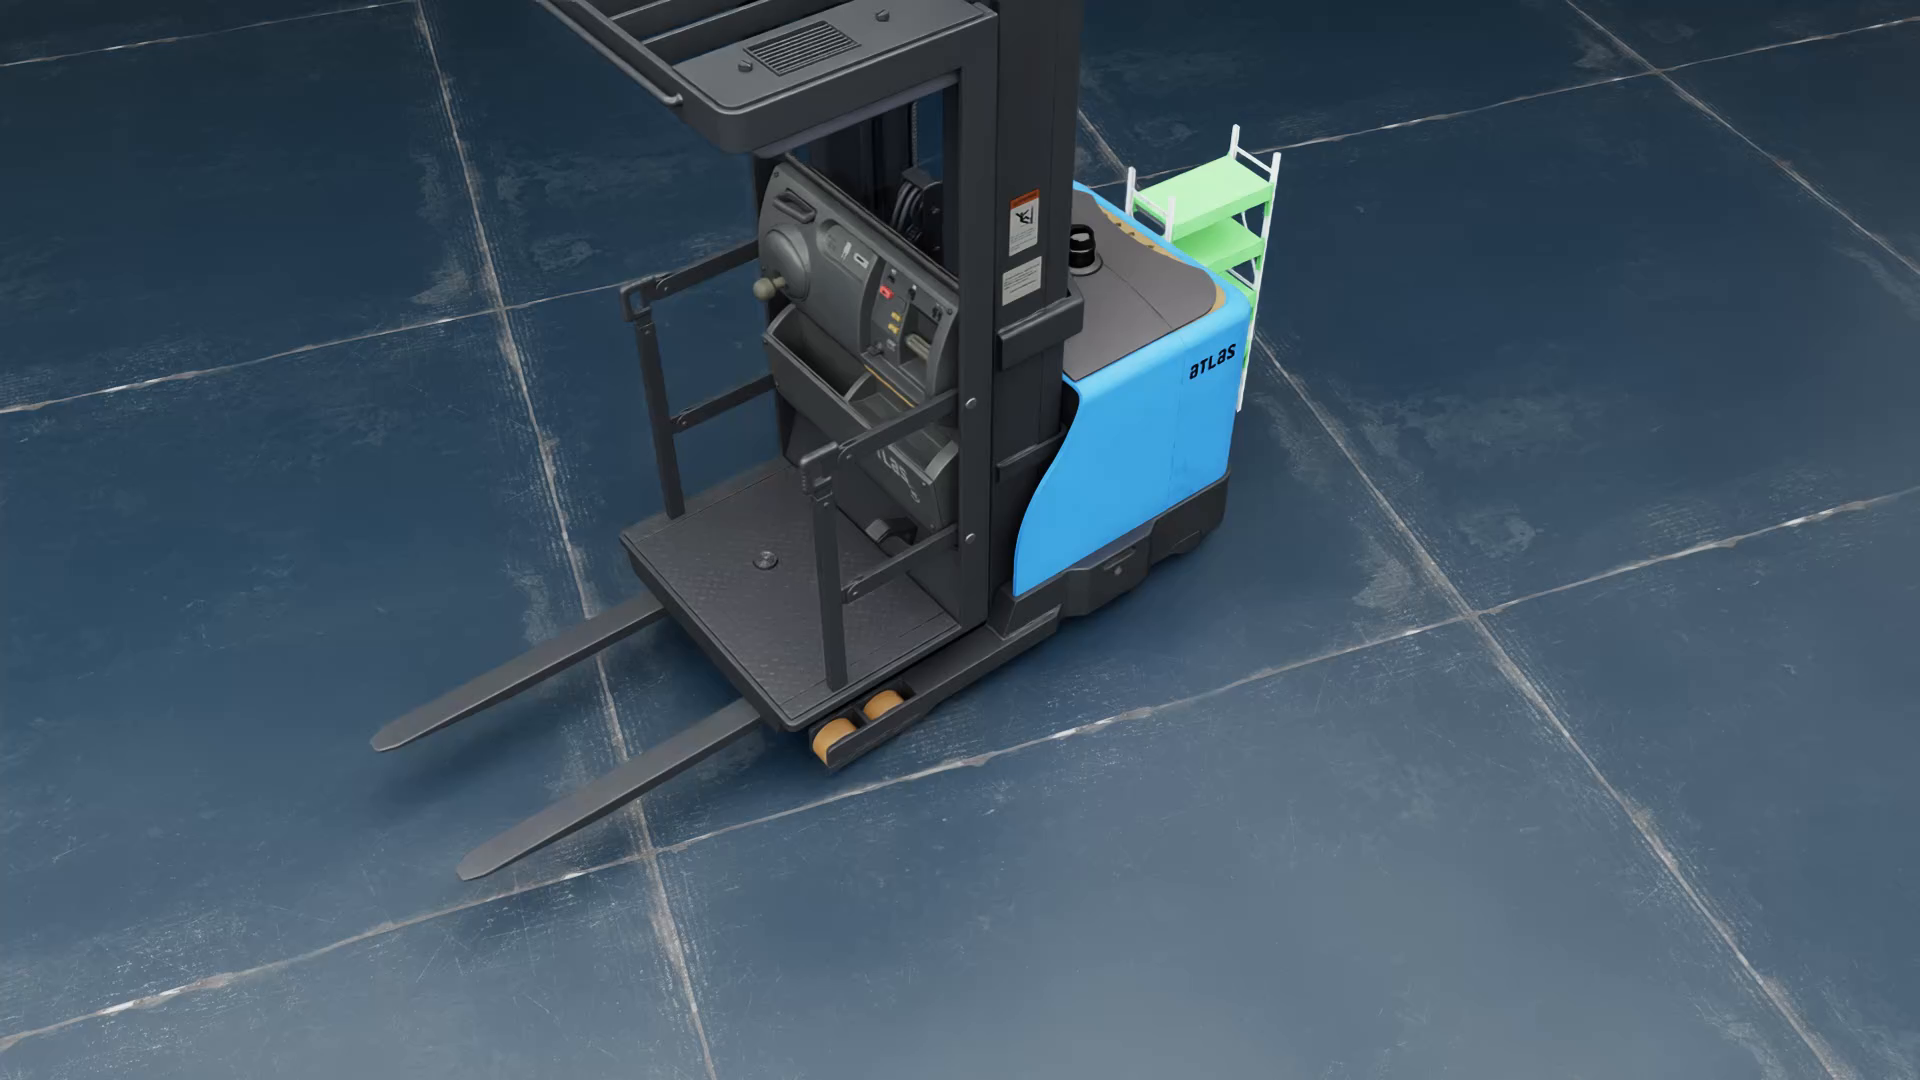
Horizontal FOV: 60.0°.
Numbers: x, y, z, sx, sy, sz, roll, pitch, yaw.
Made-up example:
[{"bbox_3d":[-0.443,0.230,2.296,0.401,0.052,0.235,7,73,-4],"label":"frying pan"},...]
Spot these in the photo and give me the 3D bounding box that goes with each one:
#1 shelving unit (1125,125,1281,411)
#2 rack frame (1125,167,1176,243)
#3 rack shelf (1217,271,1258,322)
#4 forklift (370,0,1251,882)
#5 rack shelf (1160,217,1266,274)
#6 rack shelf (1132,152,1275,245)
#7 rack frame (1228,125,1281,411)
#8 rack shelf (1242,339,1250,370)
[{"bbox_3d":[0.870,-0.920,6.320,0.503,1.200,0.258,-26,51,-24],"label":"shelving unit"},{"bbox_3d":[0.670,-0.822,6.222,0.015,1.200,0.240,-26,51,-24],"label":"rack frame"},{"bbox_3d":[0.870,-0.875,6.365,0.480,0.148,0.258,-26,51,-24],"label":"rack shelf"},{"bbox_3d":[-0.484,-0.710,4.888,3.031,2.935,1.130,-29,52,-26],"label":"forklift"},{"bbox_3d":[0.870,-1.045,6.195,0.480,0.148,0.258,-26,51,-24],"label":"rack shelf"},{"bbox_3d":[0.870,-1.214,6.026,0.480,0.148,0.258,-26,51,-24],"label":"rack shelf"},{"bbox_3d":[1.070,-1.019,6.419,0.015,1.200,0.240,-26,51,-24],"label":"rack frame"},{"bbox_3d":[0.870,-0.706,6.535,0.480,0.148,0.258,-26,51,-24],"label":"rack shelf"}]
